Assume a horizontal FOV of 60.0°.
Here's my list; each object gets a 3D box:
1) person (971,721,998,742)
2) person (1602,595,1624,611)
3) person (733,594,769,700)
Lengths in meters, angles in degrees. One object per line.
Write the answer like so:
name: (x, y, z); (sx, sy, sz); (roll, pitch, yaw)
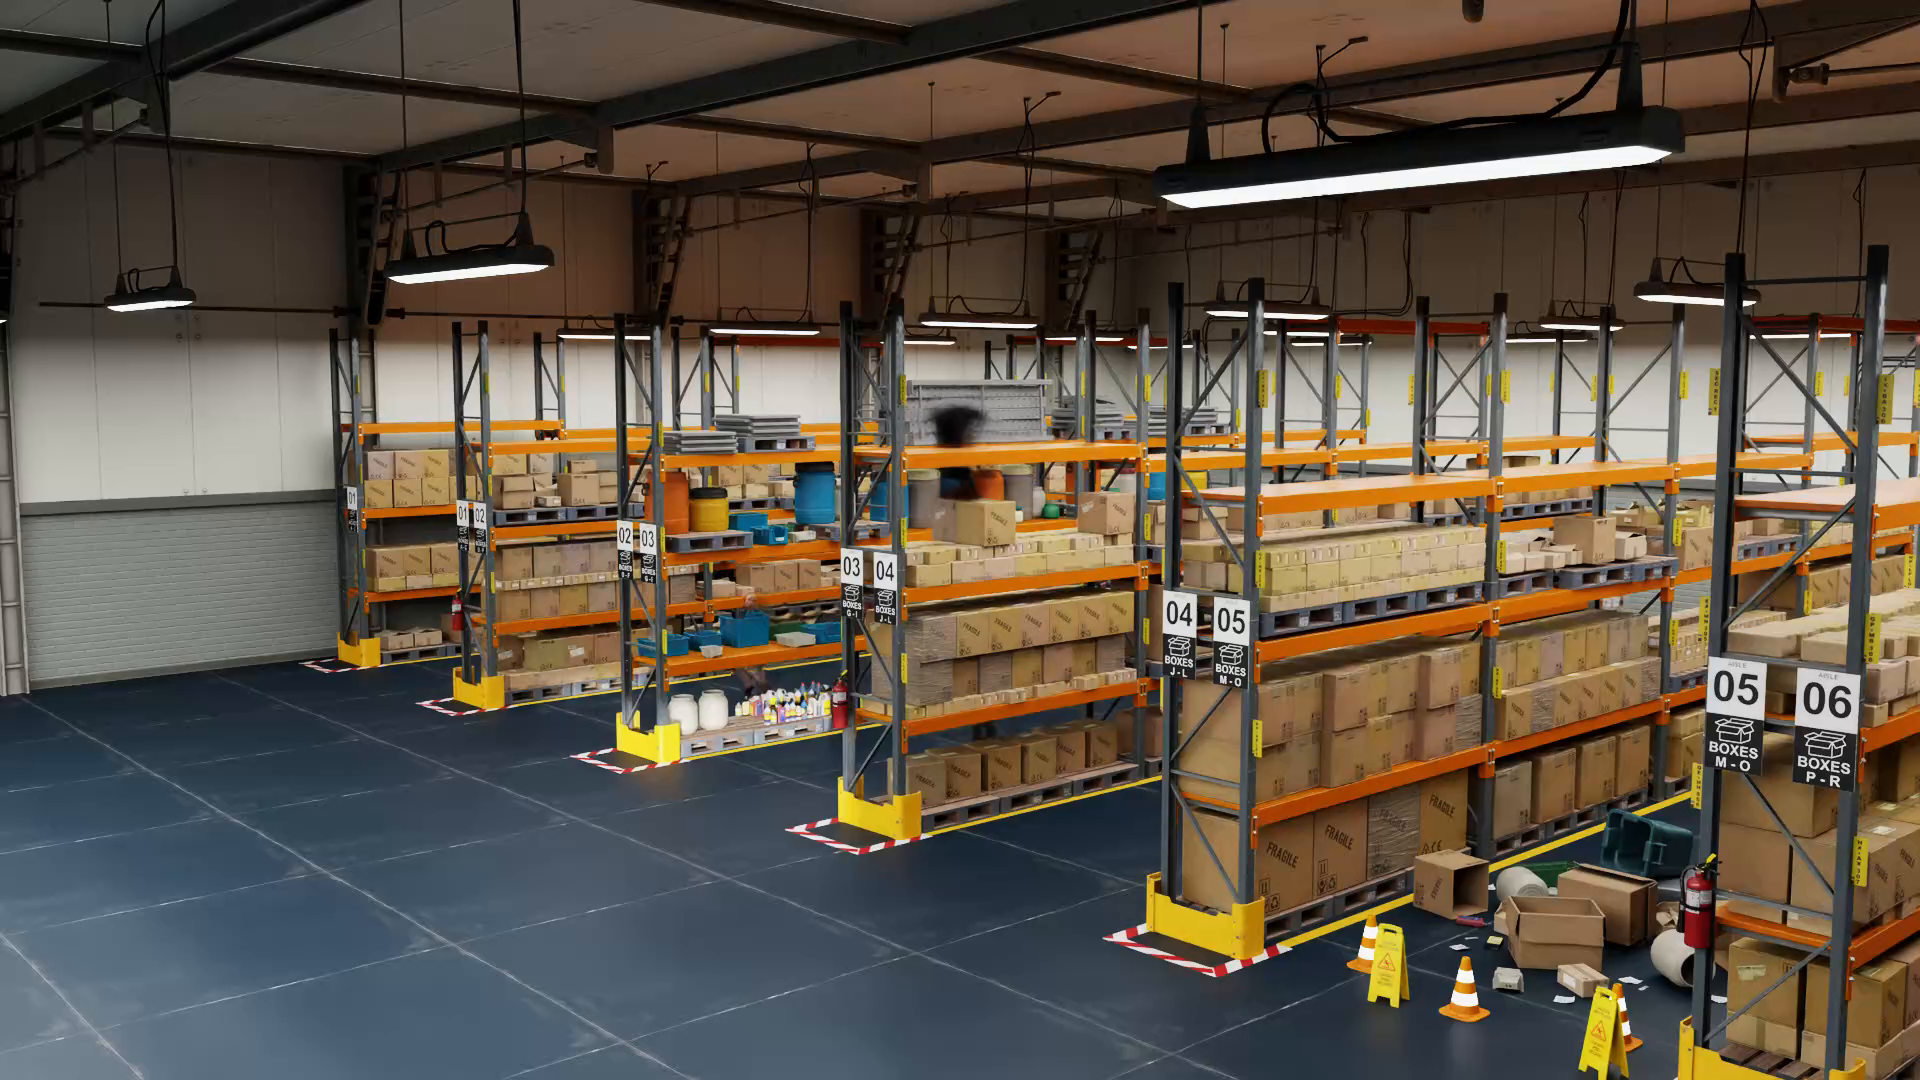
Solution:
person: (0.279, 2.070, 23.013); (0.534, 1.715, 0.847); (5, 7, 40)
person: (11.876, 1.296, 30.547); (0.671, 1.708, 0.557); (-1, 6, -10)
person: (-3.310, 1.708, 26.365); (0.653, 1.707, 0.687); (5, 7, 41)
